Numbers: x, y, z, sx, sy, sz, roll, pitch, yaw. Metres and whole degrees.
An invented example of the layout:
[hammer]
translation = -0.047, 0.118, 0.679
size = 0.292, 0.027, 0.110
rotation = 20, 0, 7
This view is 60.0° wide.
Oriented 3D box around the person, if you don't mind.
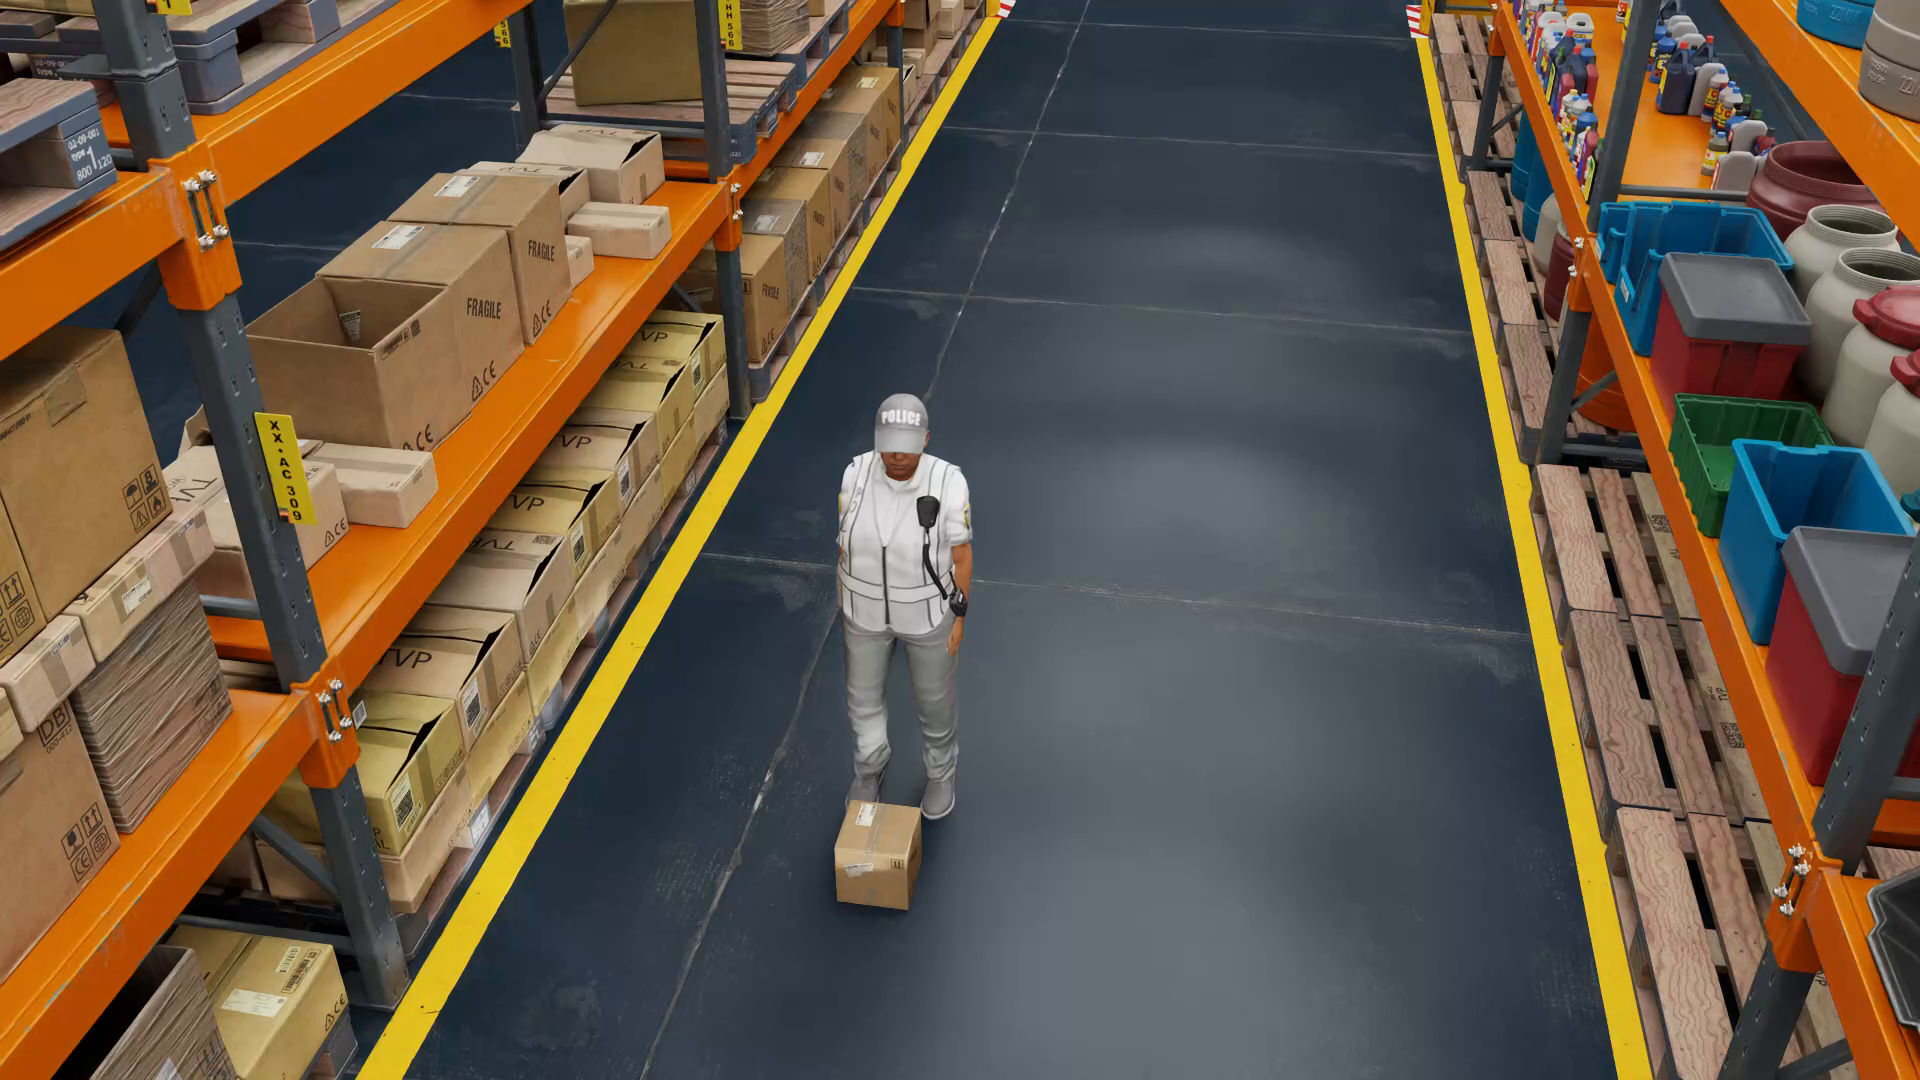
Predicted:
[person]
translation = -0.193, 0.253, 5.751
size = 0.466, 1.662, 0.391
rotation = 6, 33, 9
